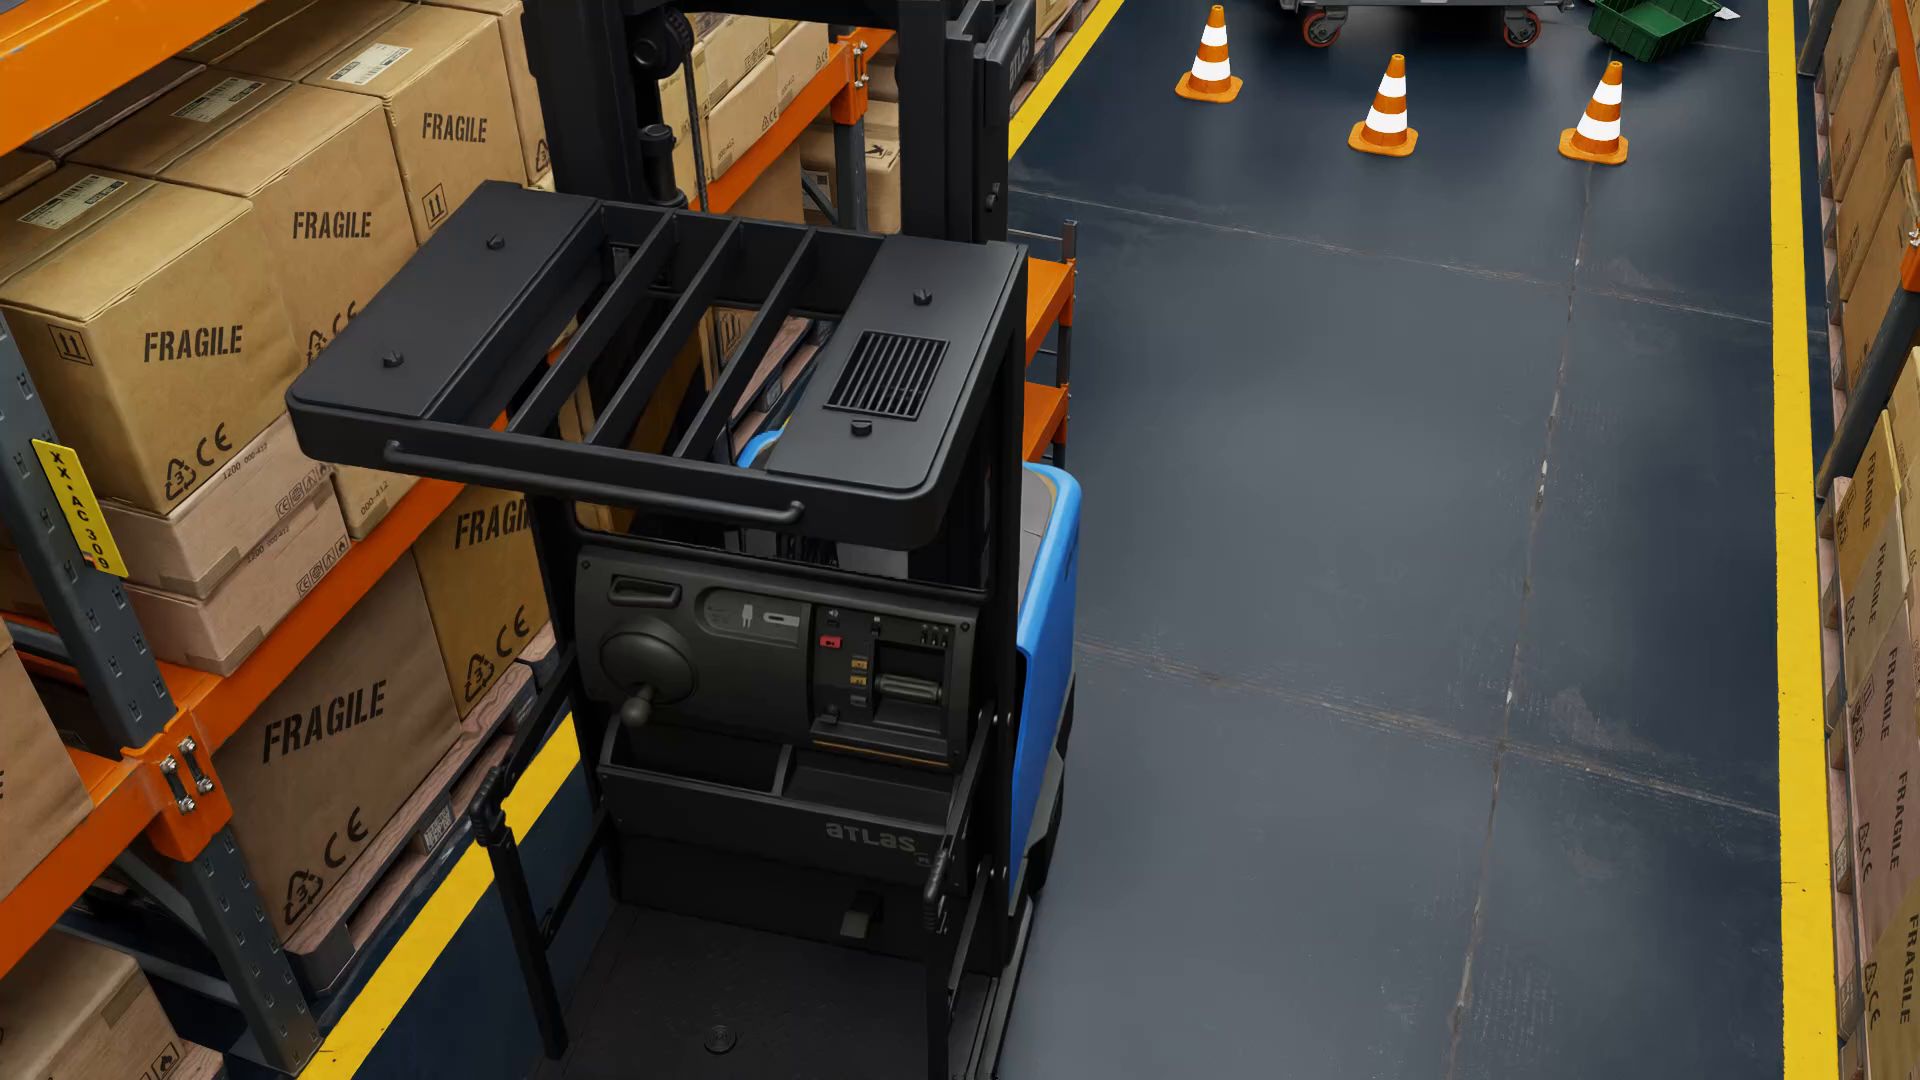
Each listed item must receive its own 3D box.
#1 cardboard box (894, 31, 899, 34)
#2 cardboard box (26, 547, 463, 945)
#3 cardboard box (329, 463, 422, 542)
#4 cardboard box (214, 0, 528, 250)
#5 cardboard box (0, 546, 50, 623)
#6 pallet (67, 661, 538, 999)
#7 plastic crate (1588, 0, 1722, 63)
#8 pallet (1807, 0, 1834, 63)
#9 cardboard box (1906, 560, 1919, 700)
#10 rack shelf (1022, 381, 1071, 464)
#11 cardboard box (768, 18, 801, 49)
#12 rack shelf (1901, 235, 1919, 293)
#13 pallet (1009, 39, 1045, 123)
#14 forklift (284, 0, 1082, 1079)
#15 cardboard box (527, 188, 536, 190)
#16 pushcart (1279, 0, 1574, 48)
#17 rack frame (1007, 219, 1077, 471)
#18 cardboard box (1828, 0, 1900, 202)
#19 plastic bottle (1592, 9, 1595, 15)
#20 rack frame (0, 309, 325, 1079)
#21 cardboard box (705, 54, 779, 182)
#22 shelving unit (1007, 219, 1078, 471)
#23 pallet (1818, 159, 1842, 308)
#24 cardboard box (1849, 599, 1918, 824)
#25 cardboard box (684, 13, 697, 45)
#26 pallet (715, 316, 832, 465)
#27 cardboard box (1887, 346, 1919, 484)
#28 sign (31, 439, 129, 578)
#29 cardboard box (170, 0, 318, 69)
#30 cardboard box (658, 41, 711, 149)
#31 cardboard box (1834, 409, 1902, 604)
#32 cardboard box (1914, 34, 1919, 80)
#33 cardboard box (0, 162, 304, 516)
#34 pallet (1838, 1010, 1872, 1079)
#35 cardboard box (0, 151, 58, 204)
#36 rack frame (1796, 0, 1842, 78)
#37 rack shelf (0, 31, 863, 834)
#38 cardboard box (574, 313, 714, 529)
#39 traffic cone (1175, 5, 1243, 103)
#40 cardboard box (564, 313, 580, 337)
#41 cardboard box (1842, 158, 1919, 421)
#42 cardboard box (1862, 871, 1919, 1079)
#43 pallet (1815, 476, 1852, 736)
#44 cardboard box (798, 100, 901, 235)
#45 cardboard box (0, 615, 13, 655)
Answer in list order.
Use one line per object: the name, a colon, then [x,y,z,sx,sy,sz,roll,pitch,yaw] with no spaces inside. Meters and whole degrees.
cardboard box: [-0.175,-2.676,8.777,0.950,0.372,0.625,15,43,17]
cardboard box: [-2.118,0.431,4.747,0.875,0.875,0.875,15,43,16]
cardboard box: [-1.680,-0.290,4.394,0.500,0.250,0.500,12,42,14]
cardboard box: [-1.512,-1.066,4.341,0.500,0.500,0.500,12,42,14]
cardboard box: [-2.338,-0.094,4.164,0.500,0.250,0.500,12,42,14]
pallet: [-2.061,0.752,5.206,1.003,0.211,1.213,13,42,15]
plastic crate: [3.996,-3.013,9.592,0.662,0.188,0.450,-29,58,-29]
pallet: [5.501,-3.049,9.661,1.003,0.211,1.213,13,42,15]
cardboard box: [2.982,0.257,4.662,0.500,0.250,0.500,14,42,15]
rack shelf: [-0.002,-0.238,6.039,0.538,0.278,1.000,13,42,15]
cardboard box: [-0.814,-2.042,6.063,0.500,0.250,0.500,13,42,15]
rack shelf: [3.116,0.270,4.177,1.077,0.370,4.000,13,42,15]
pallet: [-0.199,-2.418,8.921,1.003,0.211,1.213,13,42,15]
forklift: [-0.471,0.352,3.580,1.130,2.935,3.031,9,41,10]
cardboard box: [-1.490,-0.786,4.591,0.500,0.250,0.500,14,42,16]
pushcart: [2.641,-3.227,9.742,1.648,0.377,0.936,0,40,0]
rack frame: [0.172,-0.734,6.243,0.500,1.125,0.032,13,42,15]
cardboard box: [4.706,-1.981,7.671,1.050,0.750,0.750,13,42,15]
plastic bottle: [3.844,-3.049,9.777,0.133,0.061,0.283,-7,41,-8]
rack frame: [-2.255,0.179,3.729,1.000,3.000,0.127,13,42,15]
cardboard box: [-0.976,-1.523,5.839,0.500,0.250,0.500,14,42,16]
shelving unit: [-0.002,-0.424,5.880,0.538,1.125,1.048,13,42,15]
pallet: [4.559,-1.369,7.692,1.003,0.211,1.213,13,42,15]
cardboard box: [2.978,0.564,4.881,0.500,0.500,0.500,12,42,14]
cardboard box: [-1.161,-1.690,5.072,0.500,0.500,0.500,13,42,15]
pallet: [-1.227,-0.736,6.950,1.003,0.211,1.213,13,42,15]
cardboard box: [3.336,-0.351,5.375,0.500,0.250,0.500,11,42,13]
sign: [-1.732,-0.058,3.279,0.100,0.325,0.005,13,42,15]
cardboard box: [-1.976,-1.190,4.486,0.500,0.500,0.500,15,43,16]
cardboard box: [-1.141,-1.412,5.324,0.500,0.250,0.500,12,42,14]
cardboard box: [3.318,-0.058,5.609,0.500,0.500,0.500,12,42,13]
cardboard box: [3.873,-1.900,6.089,0.500,0.500,0.500,13,42,15]
cardboard box: [-1.834,-0.444,3.612,0.500,0.500,0.500,14,42,16]
pallet: [2.697,1.801,3.976,1.003,0.211,1.213,13,42,15]
cardboard box: [-2.338,-0.568,3.757,0.500,0.500,0.500,15,43,16]
rack frame: [5.167,-3.664,8.233,1.000,3.000,0.127,13,42,15]
rack shelf: [-1.571,-0.767,5.393,1.077,0.370,4.000,13,42,15]
cardboard box: [-1.510,-0.666,6.034,0.875,0.875,0.875,14,42,16]
traffic cone: [1.373,-2.668,9.021,0.336,0.463,0.334,13,42,15]
cardboard box: [-1.311,-0.902,5.111,0.500,0.250,0.500,13,42,14]
cardboard box: [4.092,-0.879,6.379,1.050,0.750,0.750,13,42,14]
cardboard box: [2.624,1.187,4.150,0.500,0.500,0.500,12,42,14]
pallet: [3.531,0.313,5.720,1.003,0.211,1.213,13,42,15]
cardboard box: [-0.684,-1.763,7.707,0.950,0.372,0.625,11,42,12]
cardboard box: [-2.156,0.109,2.963,0.500,0.500,0.500,13,42,15]
